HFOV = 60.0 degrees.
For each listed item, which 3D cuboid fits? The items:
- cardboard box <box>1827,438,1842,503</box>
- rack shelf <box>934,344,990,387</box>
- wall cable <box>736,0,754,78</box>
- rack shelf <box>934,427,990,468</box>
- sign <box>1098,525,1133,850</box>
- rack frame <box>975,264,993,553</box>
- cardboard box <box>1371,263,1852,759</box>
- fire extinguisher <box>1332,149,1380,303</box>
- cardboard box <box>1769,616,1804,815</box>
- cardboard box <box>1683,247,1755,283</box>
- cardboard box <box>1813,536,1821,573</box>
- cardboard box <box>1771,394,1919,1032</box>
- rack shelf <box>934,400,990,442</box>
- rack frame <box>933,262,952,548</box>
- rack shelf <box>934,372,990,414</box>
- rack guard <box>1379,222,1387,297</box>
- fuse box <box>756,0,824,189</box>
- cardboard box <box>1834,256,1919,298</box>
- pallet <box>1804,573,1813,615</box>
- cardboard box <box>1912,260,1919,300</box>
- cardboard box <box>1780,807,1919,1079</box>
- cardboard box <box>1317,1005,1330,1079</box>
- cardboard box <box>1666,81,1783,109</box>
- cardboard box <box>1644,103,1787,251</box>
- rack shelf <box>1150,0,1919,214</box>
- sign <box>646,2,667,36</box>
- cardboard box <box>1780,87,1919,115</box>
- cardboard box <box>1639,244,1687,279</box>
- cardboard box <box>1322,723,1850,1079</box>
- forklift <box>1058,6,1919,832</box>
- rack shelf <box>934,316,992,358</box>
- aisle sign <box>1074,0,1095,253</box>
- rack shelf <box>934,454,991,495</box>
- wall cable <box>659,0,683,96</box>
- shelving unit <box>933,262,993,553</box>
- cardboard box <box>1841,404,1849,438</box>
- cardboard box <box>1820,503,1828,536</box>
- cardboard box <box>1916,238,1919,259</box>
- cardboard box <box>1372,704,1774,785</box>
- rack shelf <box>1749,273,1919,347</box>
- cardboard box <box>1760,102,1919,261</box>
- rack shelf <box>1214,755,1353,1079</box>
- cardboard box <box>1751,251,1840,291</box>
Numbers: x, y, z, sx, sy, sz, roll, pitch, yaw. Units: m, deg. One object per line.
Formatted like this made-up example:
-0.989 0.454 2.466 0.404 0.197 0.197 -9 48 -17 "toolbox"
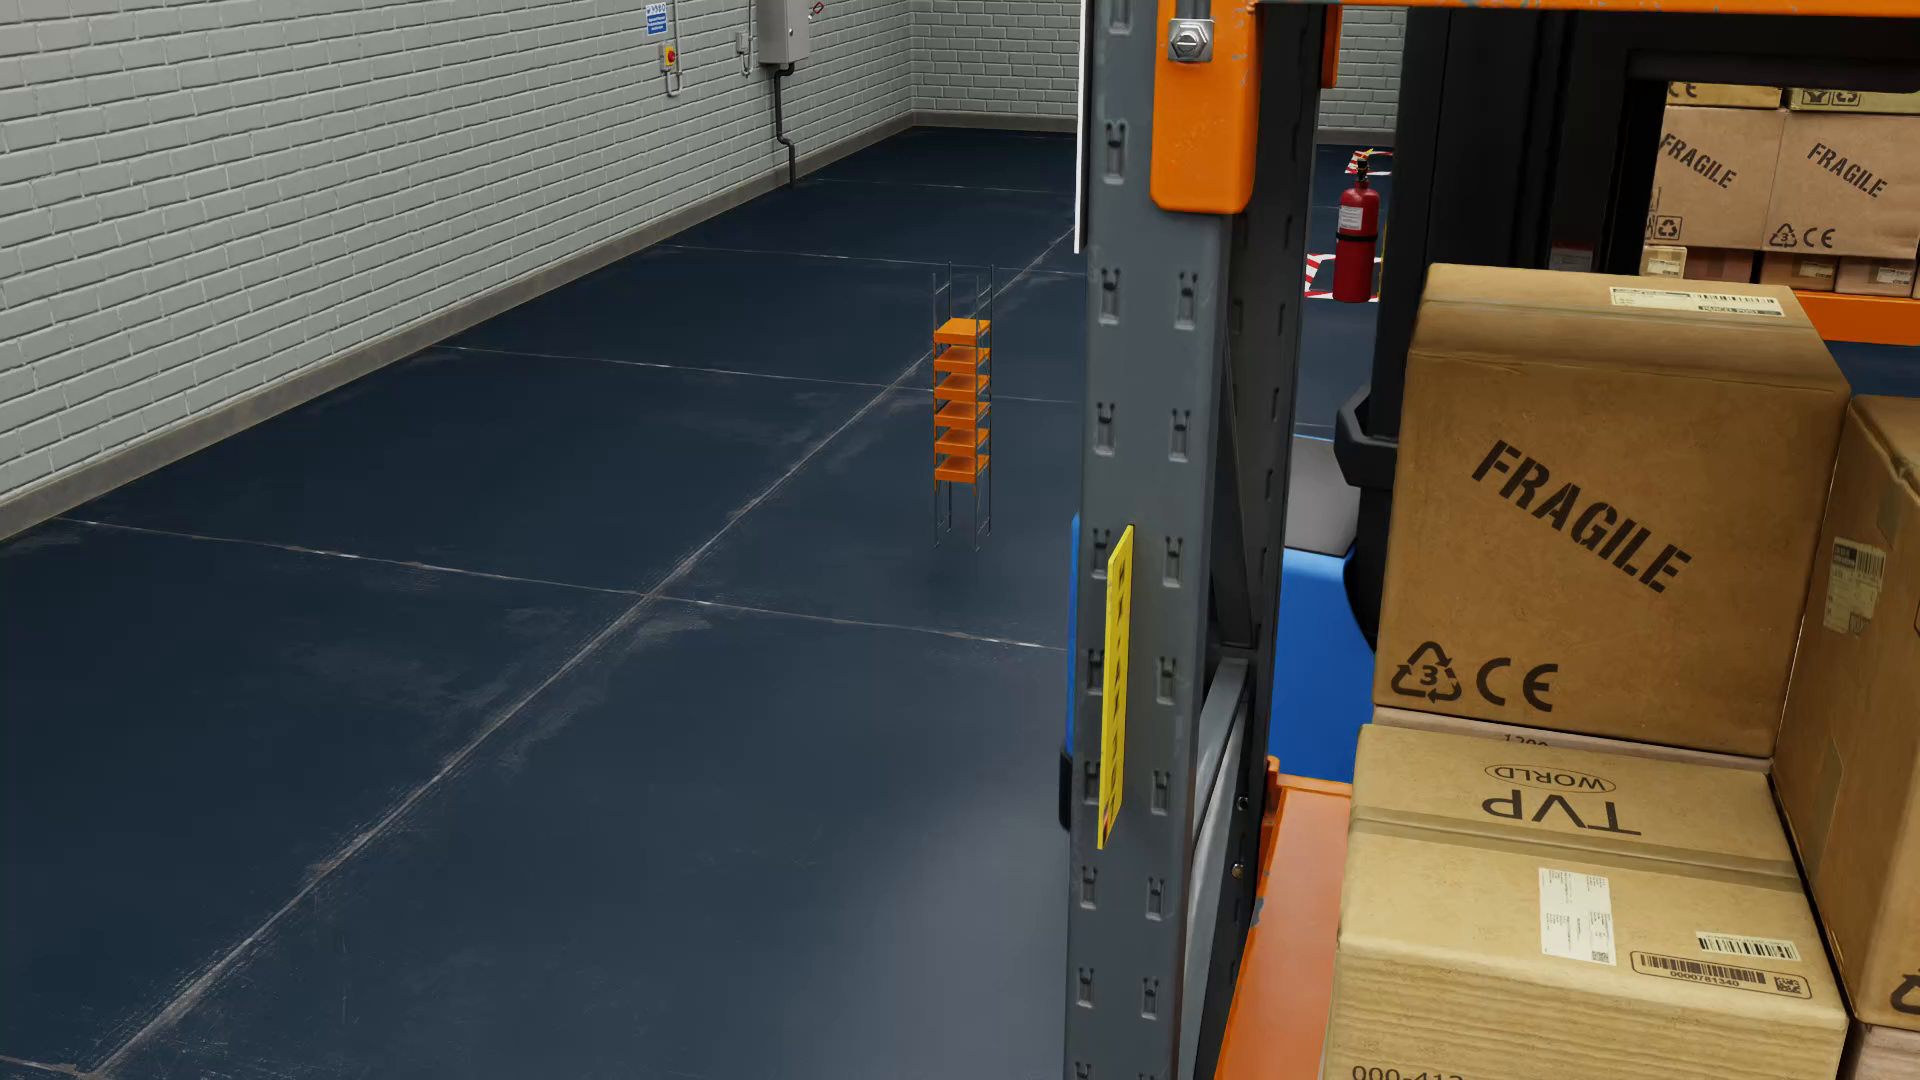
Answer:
3.285 -0.280 6.419 0.250 0.149 0.380 7 23 18 "cardboard box"
0.014 -0.734 6.964 0.180 0.103 0.258 7 23 16 "rack shelf"
-1.819 -4.808 13.699 0.122 1.984 0.588 7 23 16 "wall cable"
0.014 -0.401 7.101 0.180 0.103 0.258 7 23 16 "rack shelf"
0.159 0.153 1.699 0.005 0.325 0.100 7 23 16 "sign"
0.101 -0.543 7.014 0.006 1.200 0.240 7 23 16 "rack frame"
0.867 -0.068 2.301 0.500 0.500 0.500 7 23 16 "cardboard box"
1.746 -1.389 7.297 0.183 0.674 0.296 7 23 16 "fire extinguisher"
1.351 0.333 2.310 0.500 0.250 0.500 6 23 15 "cardboard box"
2.855 -1.091 6.307 0.250 0.149 0.380 8 24 18 "cardboard box"
3.262 -0.019 6.566 0.250 0.149 0.380 7 23 16 "cardboard box"
1.185 0.180 1.697 0.500 0.500 0.500 6 23 14 "cardboard box"
0.014 -0.512 7.055 0.180 0.103 0.258 7 23 16 "rack shelf"
-0.074 -0.564 7.063 0.006 1.200 0.240 7 23 16 "rack frame"
0.014 -0.623 7.010 0.180 0.103 0.258 7 23 16 "rack shelf"
3.164 -2.058 11.627 0.348 0.500 1.175 7 23 16 "rack guard"
-1.471 -3.972 14.699 0.414 1.711 0.539 7 23 16 "fuse box"
3.336 -1.015 6.122 0.250 0.149 0.380 6 23 14 "cardboard box"
3.859 0.133 6.668 1.213 0.211 1.003 7 23 16 "pallet"
3.578 -0.979 6.034 0.250 0.149 0.380 7 23 17 "cardboard box"
1.206 0.526 1.840 0.500 0.250 0.500 6 23 15 "cardboard box"
0.569 0.664 2.029 0.250 0.149 0.380 7 23 16 "cardboard box"
2.692 -1.850 5.986 0.500 0.500 0.500 7 23 17 "cardboard box"
2.724 -1.387 6.174 0.500 0.500 0.500 7 23 16 "cardboard box"
2.240 -0.447 1.402 4.000 0.370 1.077 7 23 16 "rack shelf"
-2.290 -3.935 12.555 0.001 0.218 0.327 7 23 16 "sign"
3.184 -1.785 5.827 0.500 0.500 0.500 6 23 14 "cardboard box"
2.567 -1.069 6.255 0.250 0.149 0.380 6 23 14 "cardboard box"
0.706 0.472 1.973 0.500 0.250 0.500 6 23 14 "cardboard box"
1.847 -0.342 4.243 3.031 2.935 1.130 11 25 25 "forklift"
0.014 -0.845 6.919 0.180 0.103 0.258 7 23 16 "rack shelf"
0.169 -0.712 1.629 0.004 0.787 0.394 7 23 16 "aisle sign"
0.014 -0.290 7.146 0.180 0.103 0.258 7 23 16 "rack shelf"
-2.218 -4.306 12.434 0.123 1.953 0.585 7 23 16 "wall cable"
0.014 -0.554 7.038 0.189 1.200 0.258 7 23 16 "shelving unit"
3.666 -0.426 6.775 0.250 0.149 0.380 6 23 14 "cardboard box"
3.283 -0.157 6.511 0.250 0.149 0.380 5 23 13 "cardboard box"
3.679 -1.275 5.902 0.500 0.500 0.500 6 23 14 "cardboard box"
0.865 0.278 2.446 0.500 0.250 0.500 6 23 15 "cardboard box"
3.769 -0.850 6.337 4.000 0.370 1.077 7 23 16 "rack shelf"
3.189 -1.328 6.032 0.500 0.500 0.500 7 23 16 "cardboard box"
2.240 0.941 1.971 4.000 0.370 1.077 7 23 16 "rack shelf"
3.108 -1.052 6.213 0.250 0.149 0.380 6 23 15 "cardboard box"
